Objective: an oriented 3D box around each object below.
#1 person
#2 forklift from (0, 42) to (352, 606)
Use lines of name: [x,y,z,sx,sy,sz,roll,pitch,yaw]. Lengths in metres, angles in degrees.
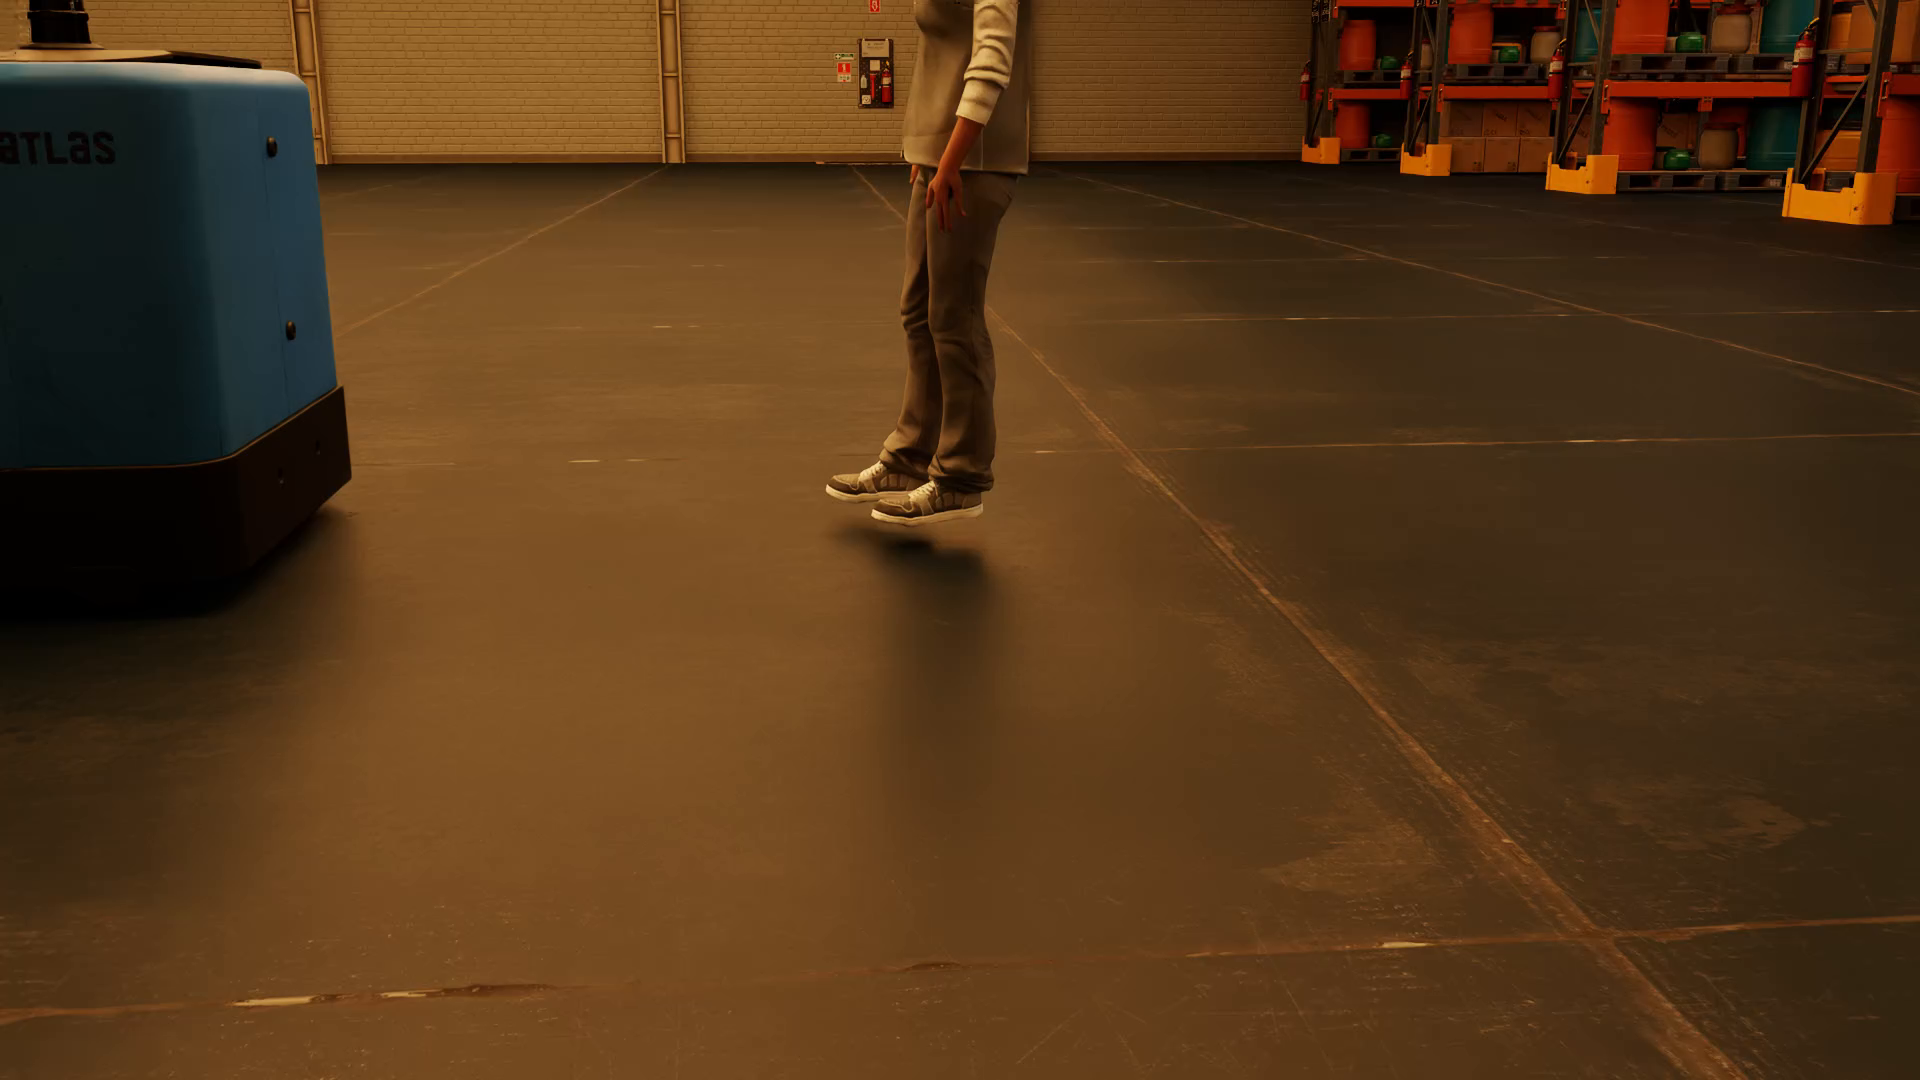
person: [-0.082,-0.705,3.756,0.459,1.362,0.521,-1,15,-5]
forklift: [-3.015,-1.355,3.326,3.031,2.935,1.130,-2,15,-6]
